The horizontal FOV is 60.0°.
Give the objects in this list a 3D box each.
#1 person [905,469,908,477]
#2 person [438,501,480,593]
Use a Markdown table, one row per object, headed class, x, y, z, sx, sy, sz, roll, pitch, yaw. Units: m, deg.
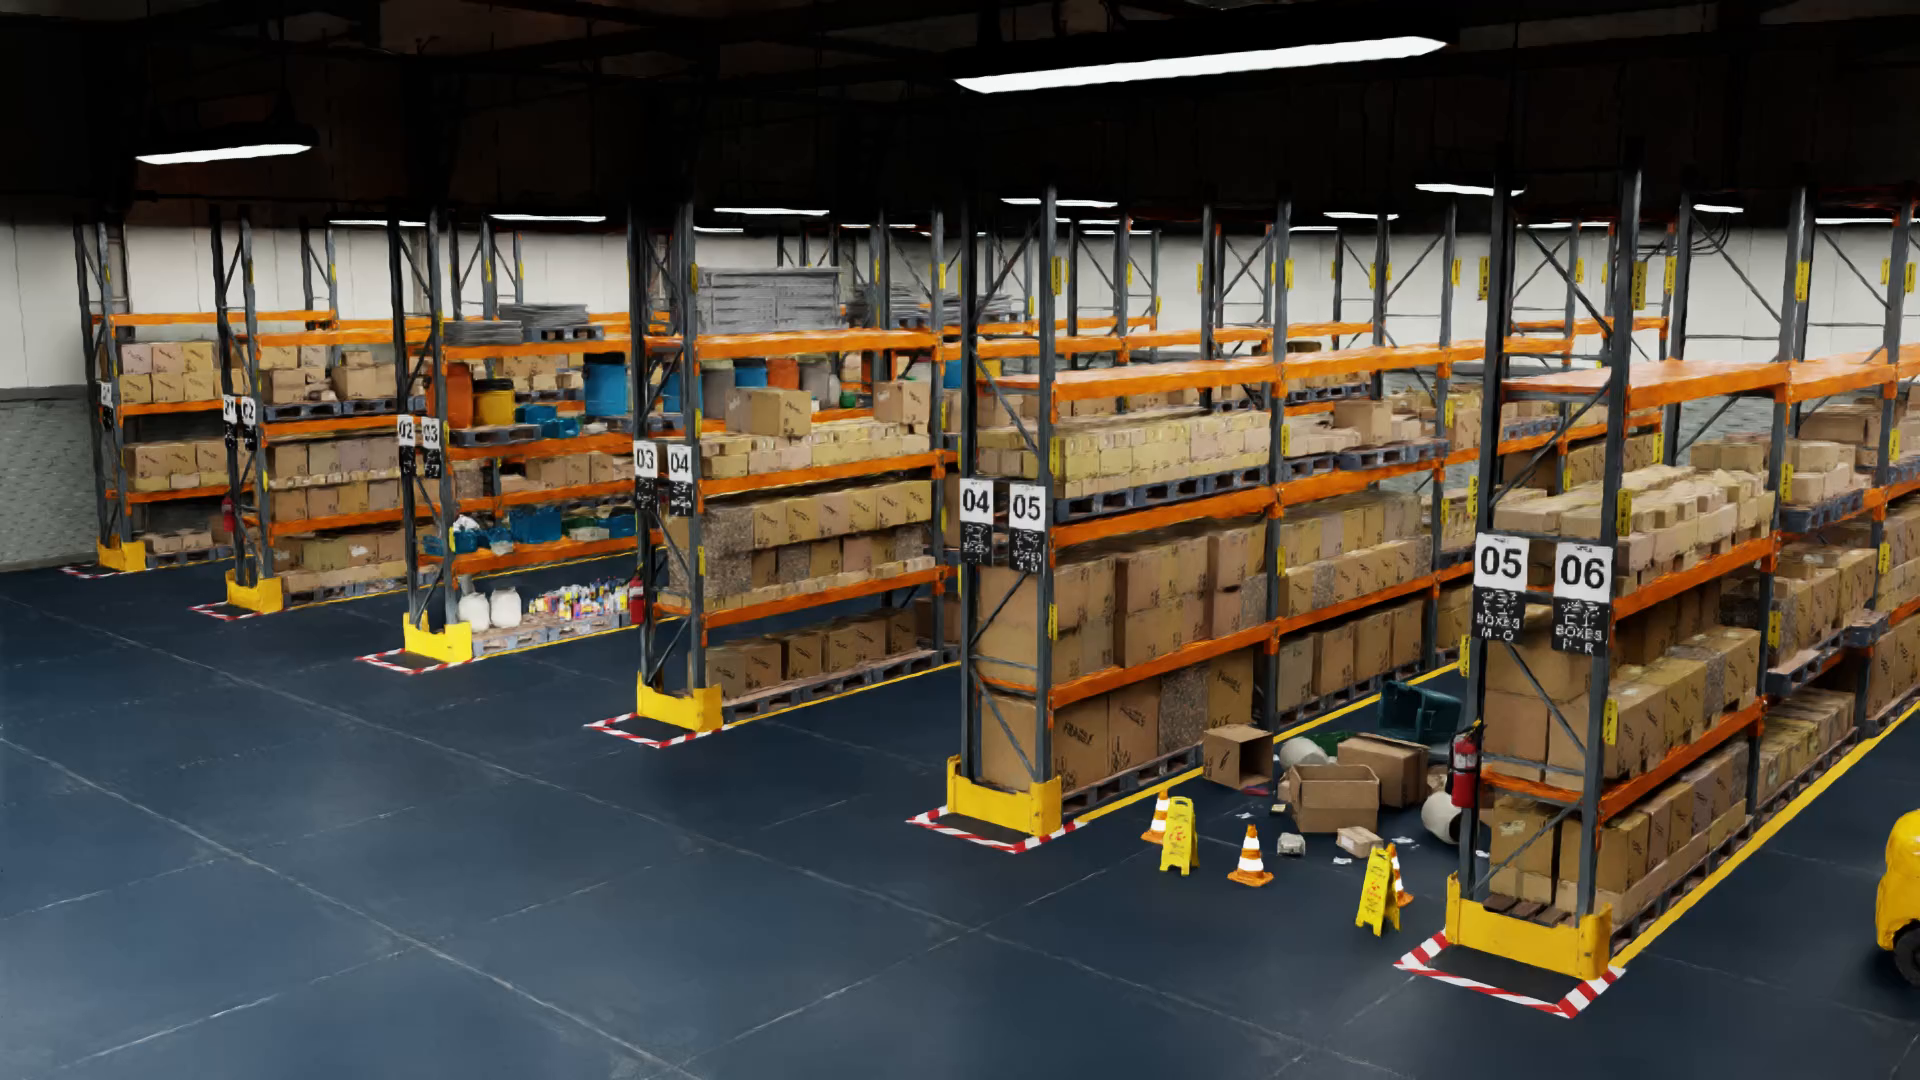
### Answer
| class | x | y | z | sx | sy | sz | roll | pitch | yaw |
| --- | --- | --- | --- | --- | --- | --- | --- | --- | --- |
| person | -0.787 | -0.370 | 26.736 | 0.564 | 1.658 | 0.576 | -3 | 10 | -16 |
| person | -7.395 | 0.223 | 24.775 | 0.701 | 1.693 | 0.851 | 4 | 10 | 24 |
